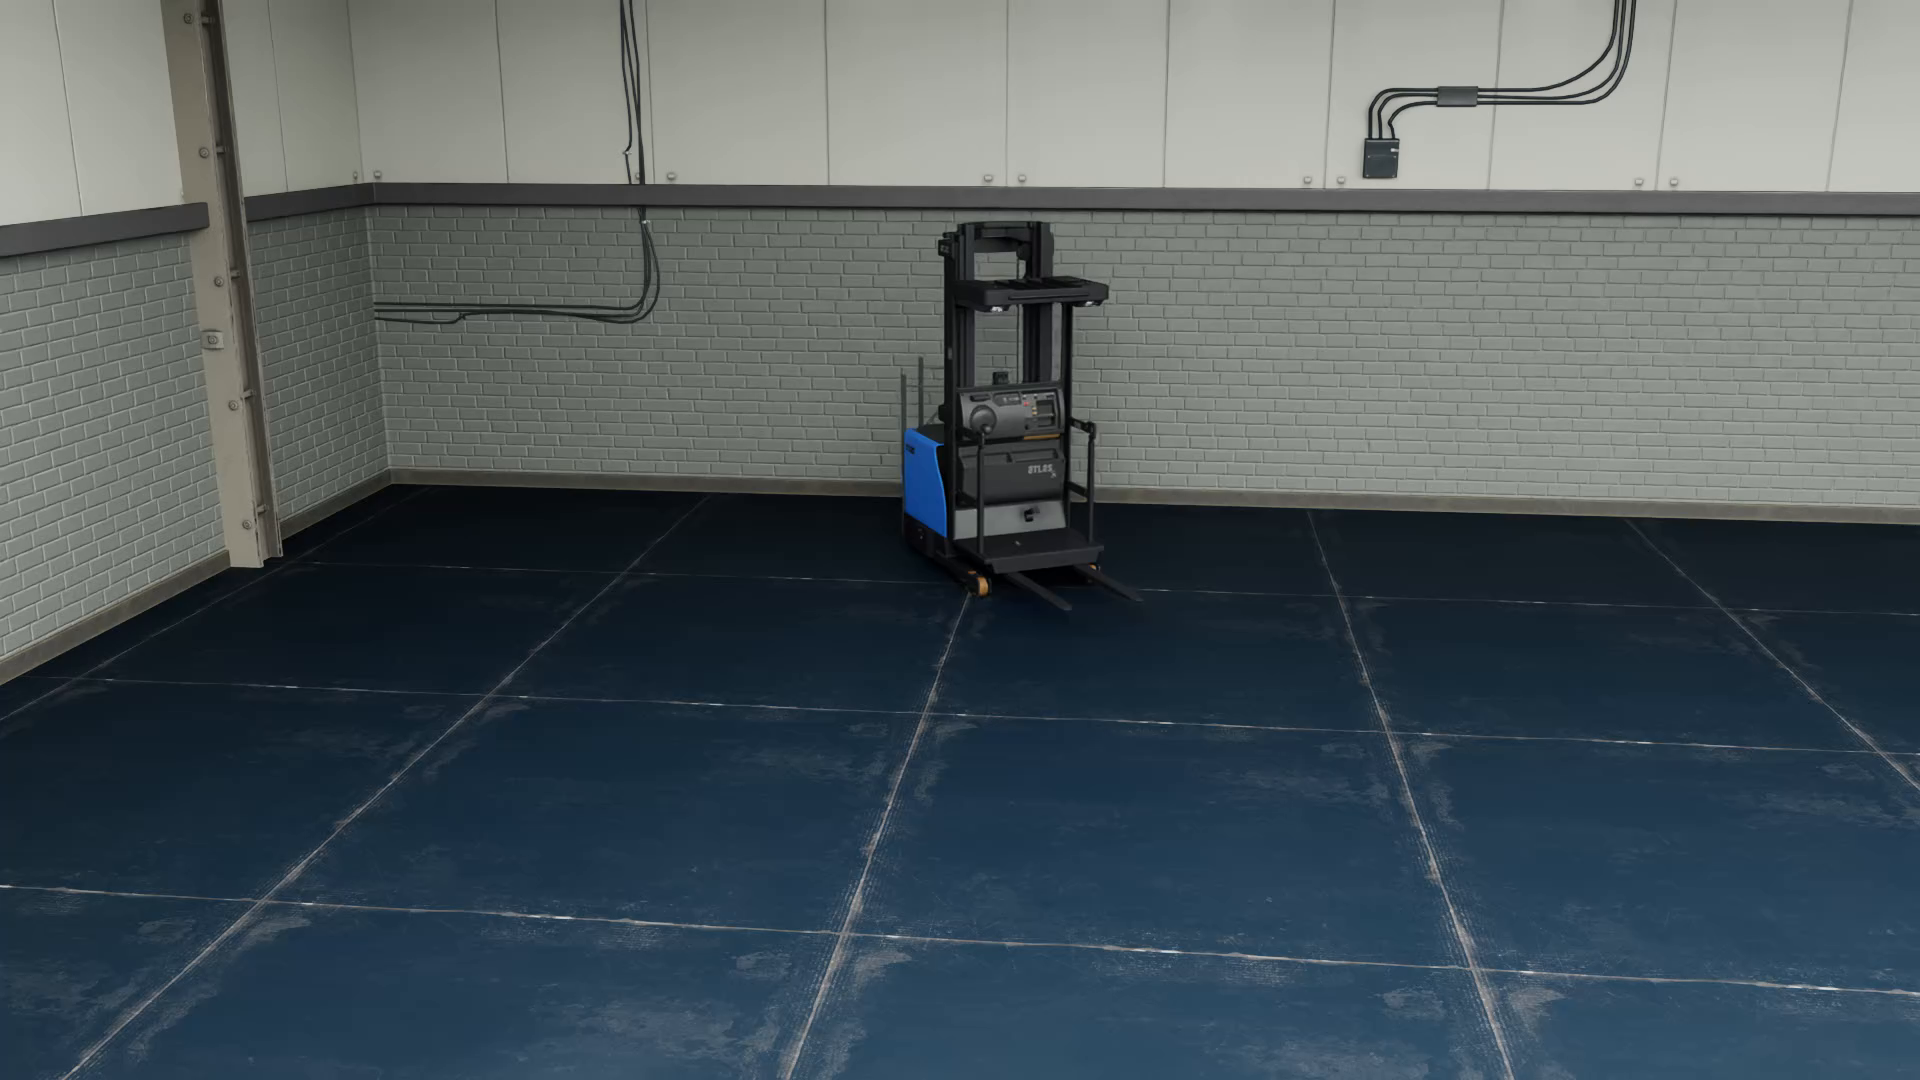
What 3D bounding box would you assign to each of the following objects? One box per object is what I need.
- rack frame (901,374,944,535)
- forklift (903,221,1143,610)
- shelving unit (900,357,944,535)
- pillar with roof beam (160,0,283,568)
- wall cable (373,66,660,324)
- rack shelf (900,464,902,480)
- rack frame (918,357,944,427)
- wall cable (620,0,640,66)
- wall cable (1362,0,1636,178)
[{"bbox_3d":[-0.285,-0.766,15.209,0.500,1.500,0.032,2,15,7],"label":"rack frame"},{"bbox_3d":[0.519,-1.076,13.615,1.130,2.935,3.031,-6,16,-22],"label":"forklift"},{"bbox_3d":[-0.218,-0.897,15.696,0.538,1.500,1.048,2,15,7],"label":"shelving unit"},{"bbox_3d":[-1.896,-4.034,12.930,9.100,9.000,0.400,2,15,6],"label":"pillar with roof beam"},{"bbox_3d":[-4.527,-3.387,16.486,3.097,2.526,0.112,2,15,6],"label":"wall cable"},{"bbox_3d":[-0.218,-0.724,15.743,0.538,0.185,1.000,2,15,7],"label":"rack shelf"},{"bbox_3d":[-0.151,-1.029,16.182,0.500,1.500,0.032,2,15,7],"label":"rack frame"},{"bbox_3d":[-1.839,-5.745,15.532,3.097,2.526,0.112,2,15,6],"label":"wall cable"},{"bbox_3d":[4.904,-6.244,14.587,2.305,6.003,0.169,2,15,6],"label":"wall cable"}]
